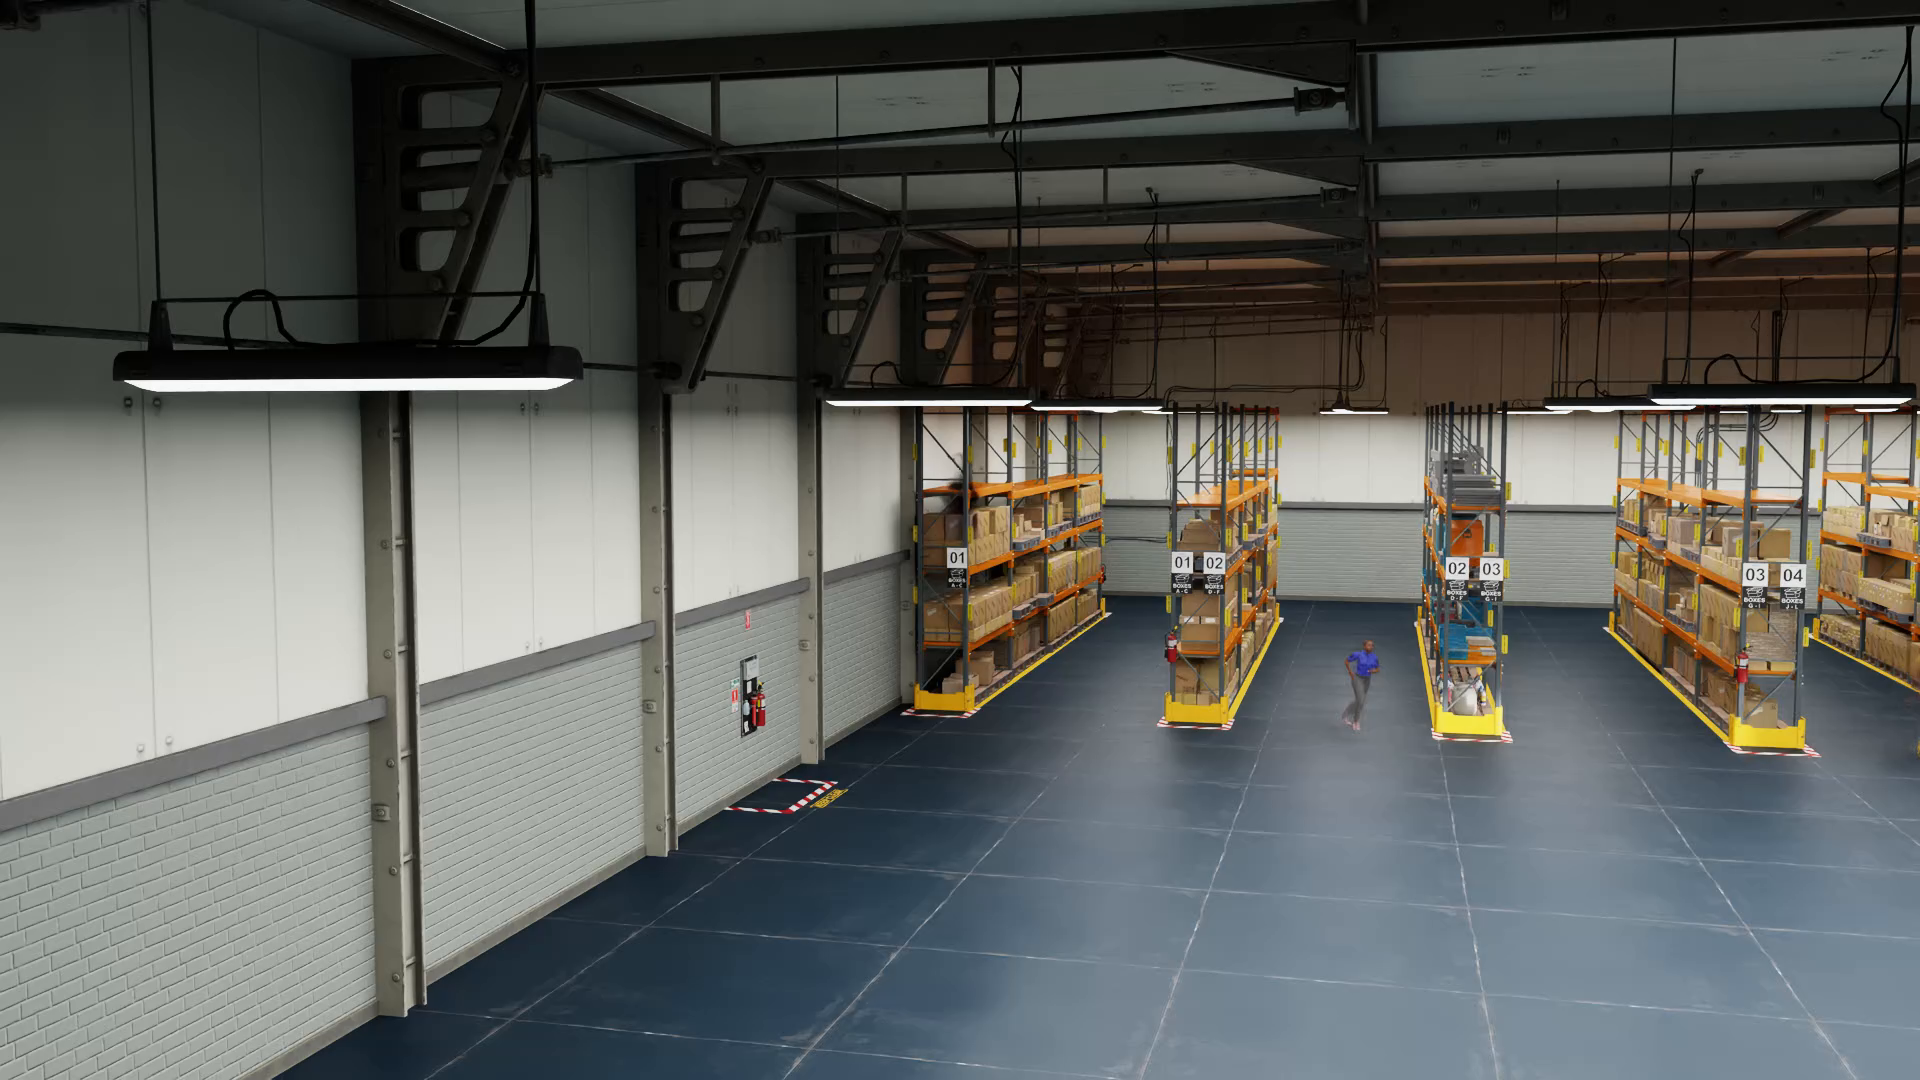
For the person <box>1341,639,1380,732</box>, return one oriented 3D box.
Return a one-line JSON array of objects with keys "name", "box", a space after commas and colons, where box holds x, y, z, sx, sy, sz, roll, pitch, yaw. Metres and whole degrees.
[{"name": "person", "box": [7.370, 2.657, 30.668, 0.625, 1.688, 0.683, -2, 5, -26]}]
